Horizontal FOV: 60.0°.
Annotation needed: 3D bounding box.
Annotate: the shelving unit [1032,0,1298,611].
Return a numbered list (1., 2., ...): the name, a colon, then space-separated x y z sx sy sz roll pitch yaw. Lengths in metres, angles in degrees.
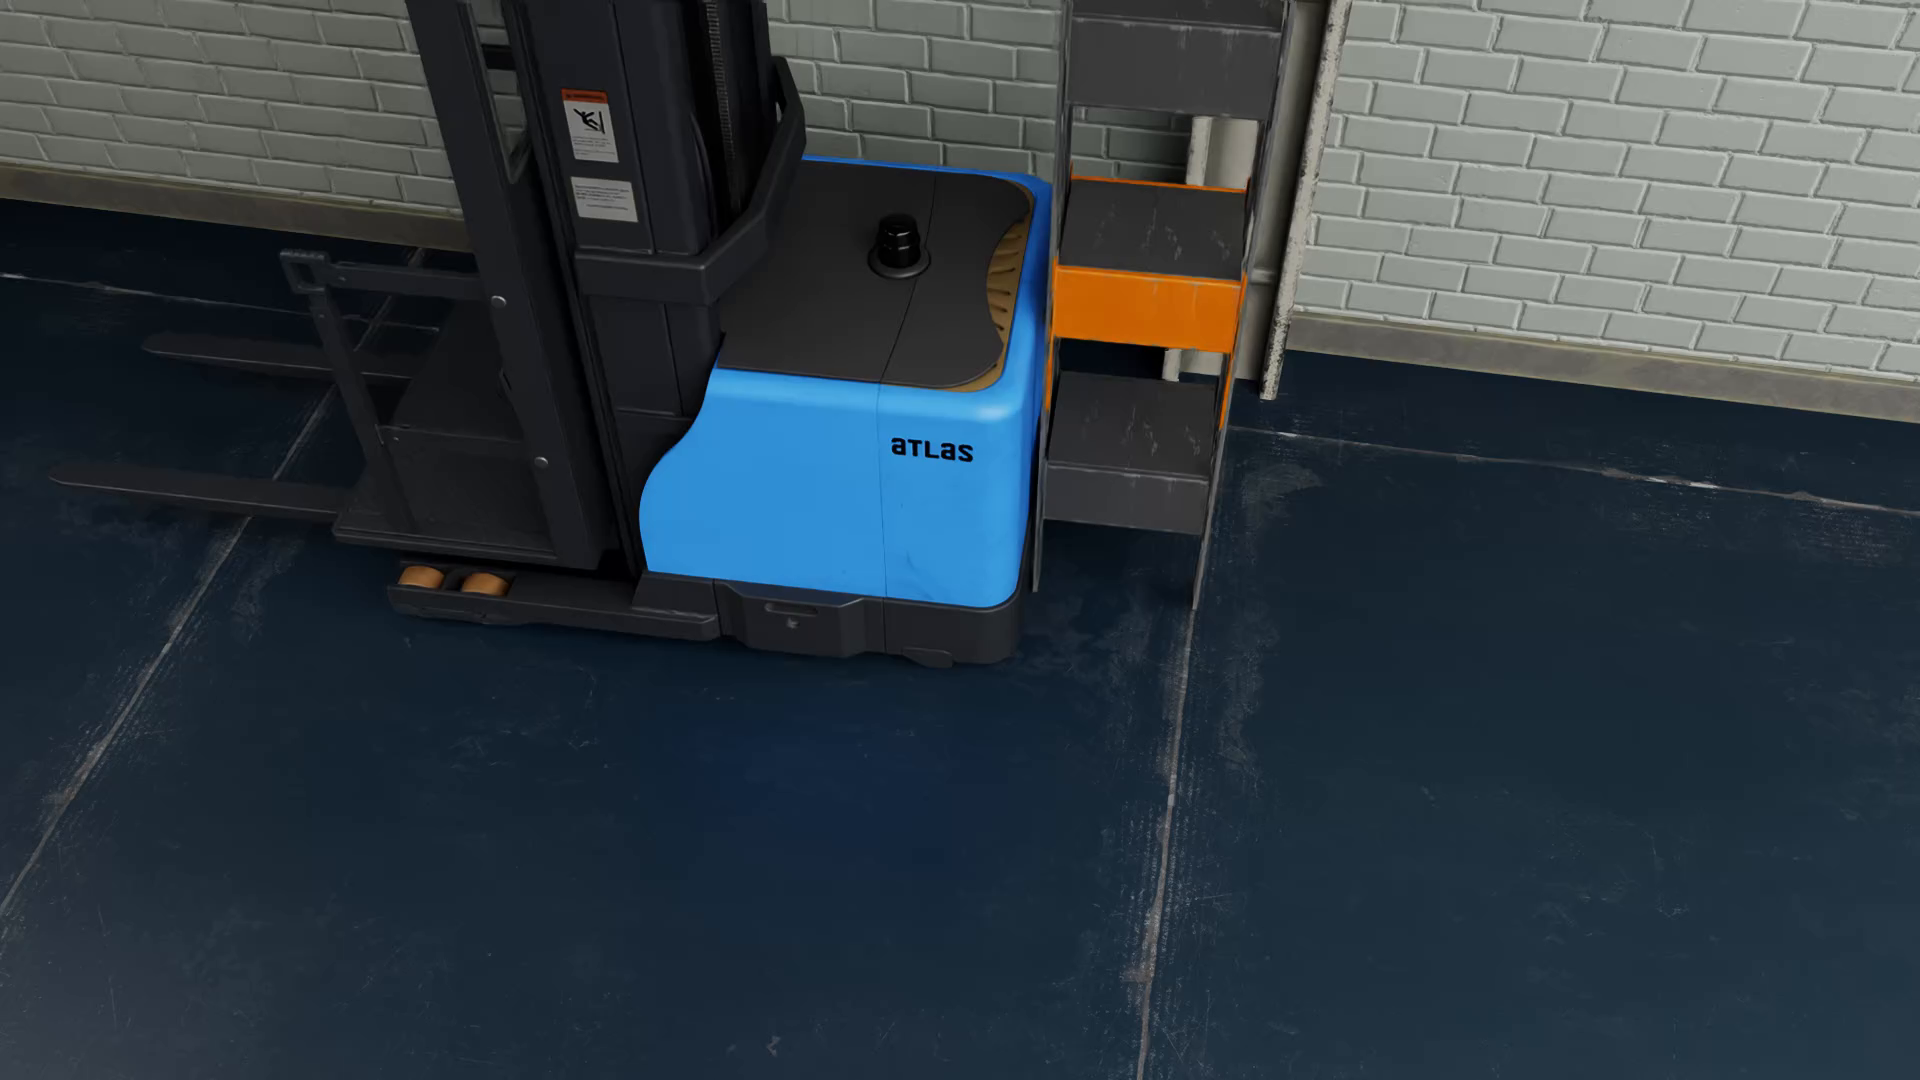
1. shelving unit: 0.499 -0.661 4.432 0.503 2.100 0.431 6 48 5

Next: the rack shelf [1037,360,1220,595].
1. rack shelf: 0.499 -0.184 4.963 0.480 0.518 0.431 6 48 5

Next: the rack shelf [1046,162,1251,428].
1. rack shelf: 0.499 -0.652 4.442 0.480 0.518 0.431 6 48 5

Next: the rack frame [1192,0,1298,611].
1. rack frame: 0.740 -0.635 4.409 0.015 2.100 0.400 6 48 5

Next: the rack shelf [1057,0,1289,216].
1. rack shelf: 0.499 -1.120 3.922 0.480 0.518 0.431 6 48 5

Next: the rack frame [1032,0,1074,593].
1. rack frame: 0.257 -0.687 4.455 0.015 2.100 0.400 6 48 5

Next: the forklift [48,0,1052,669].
1. forklift: -1.267 -1.107 4.274 3.031 2.935 1.130 6 48 5
